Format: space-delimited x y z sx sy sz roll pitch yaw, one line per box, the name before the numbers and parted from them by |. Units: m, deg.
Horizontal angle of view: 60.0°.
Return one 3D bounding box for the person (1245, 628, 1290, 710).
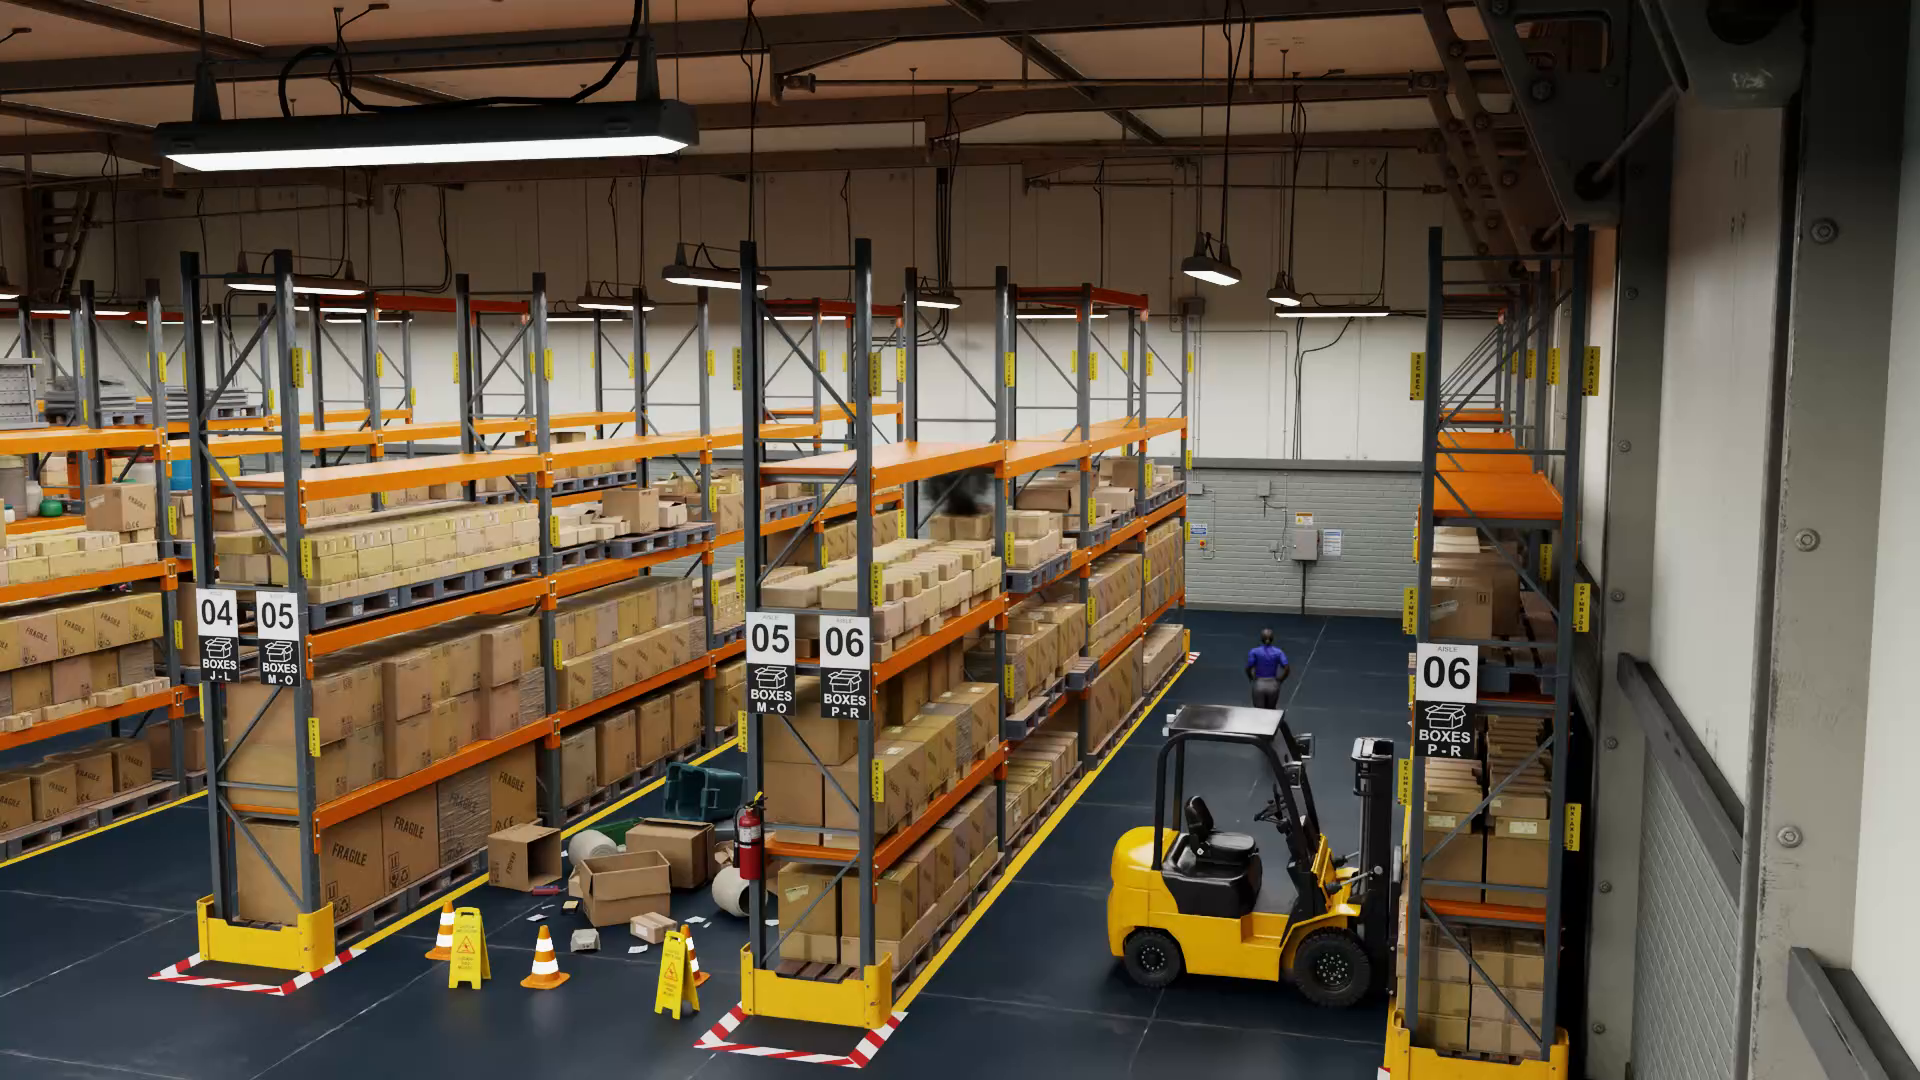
person | 3.988 1.958 21.632 0.577 1.637 0.690 1 6 6
